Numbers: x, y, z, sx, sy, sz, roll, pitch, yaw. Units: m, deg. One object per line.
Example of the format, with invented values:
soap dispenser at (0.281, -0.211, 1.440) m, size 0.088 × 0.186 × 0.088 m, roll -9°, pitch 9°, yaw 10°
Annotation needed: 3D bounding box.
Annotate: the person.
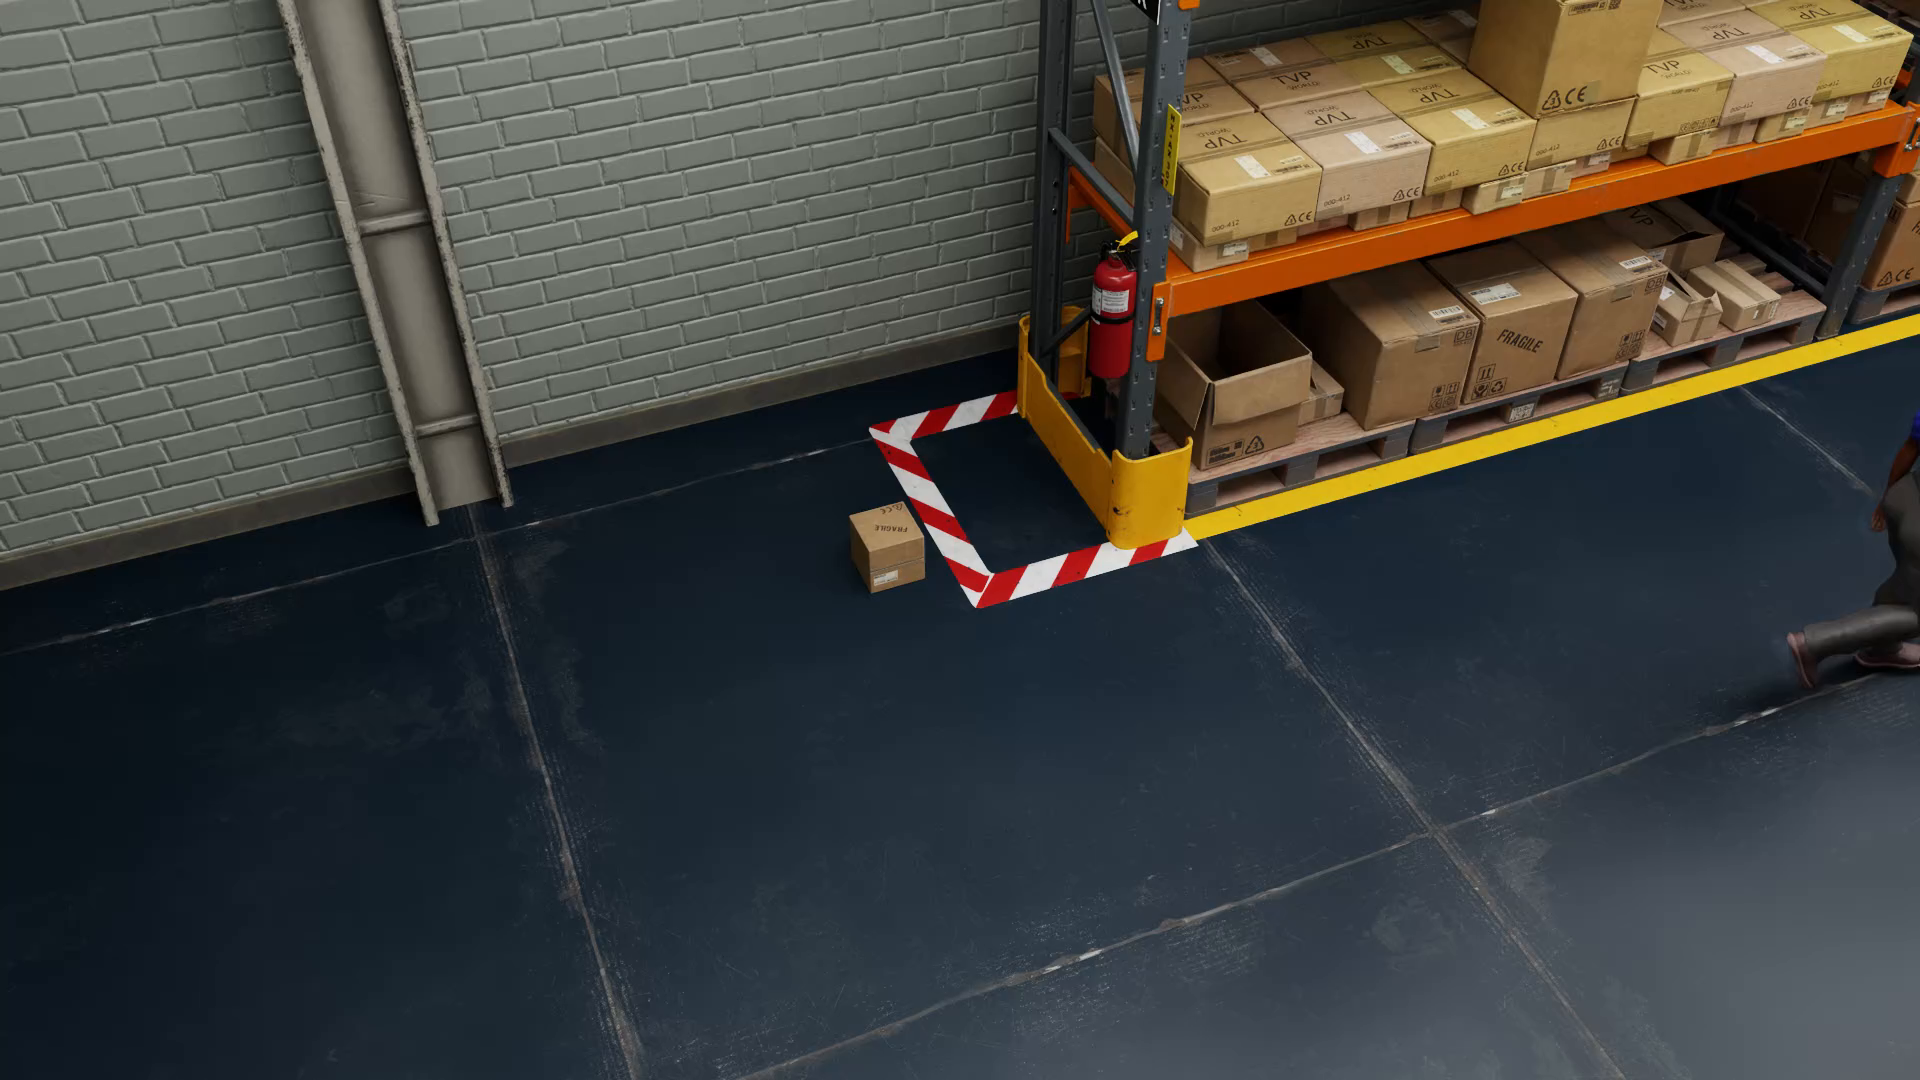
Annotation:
person at (3.590, -0.070, 6.214) m, size 0.729 × 1.629 × 0.446 m, roll -1°, pitch 42°, yaw -1°
